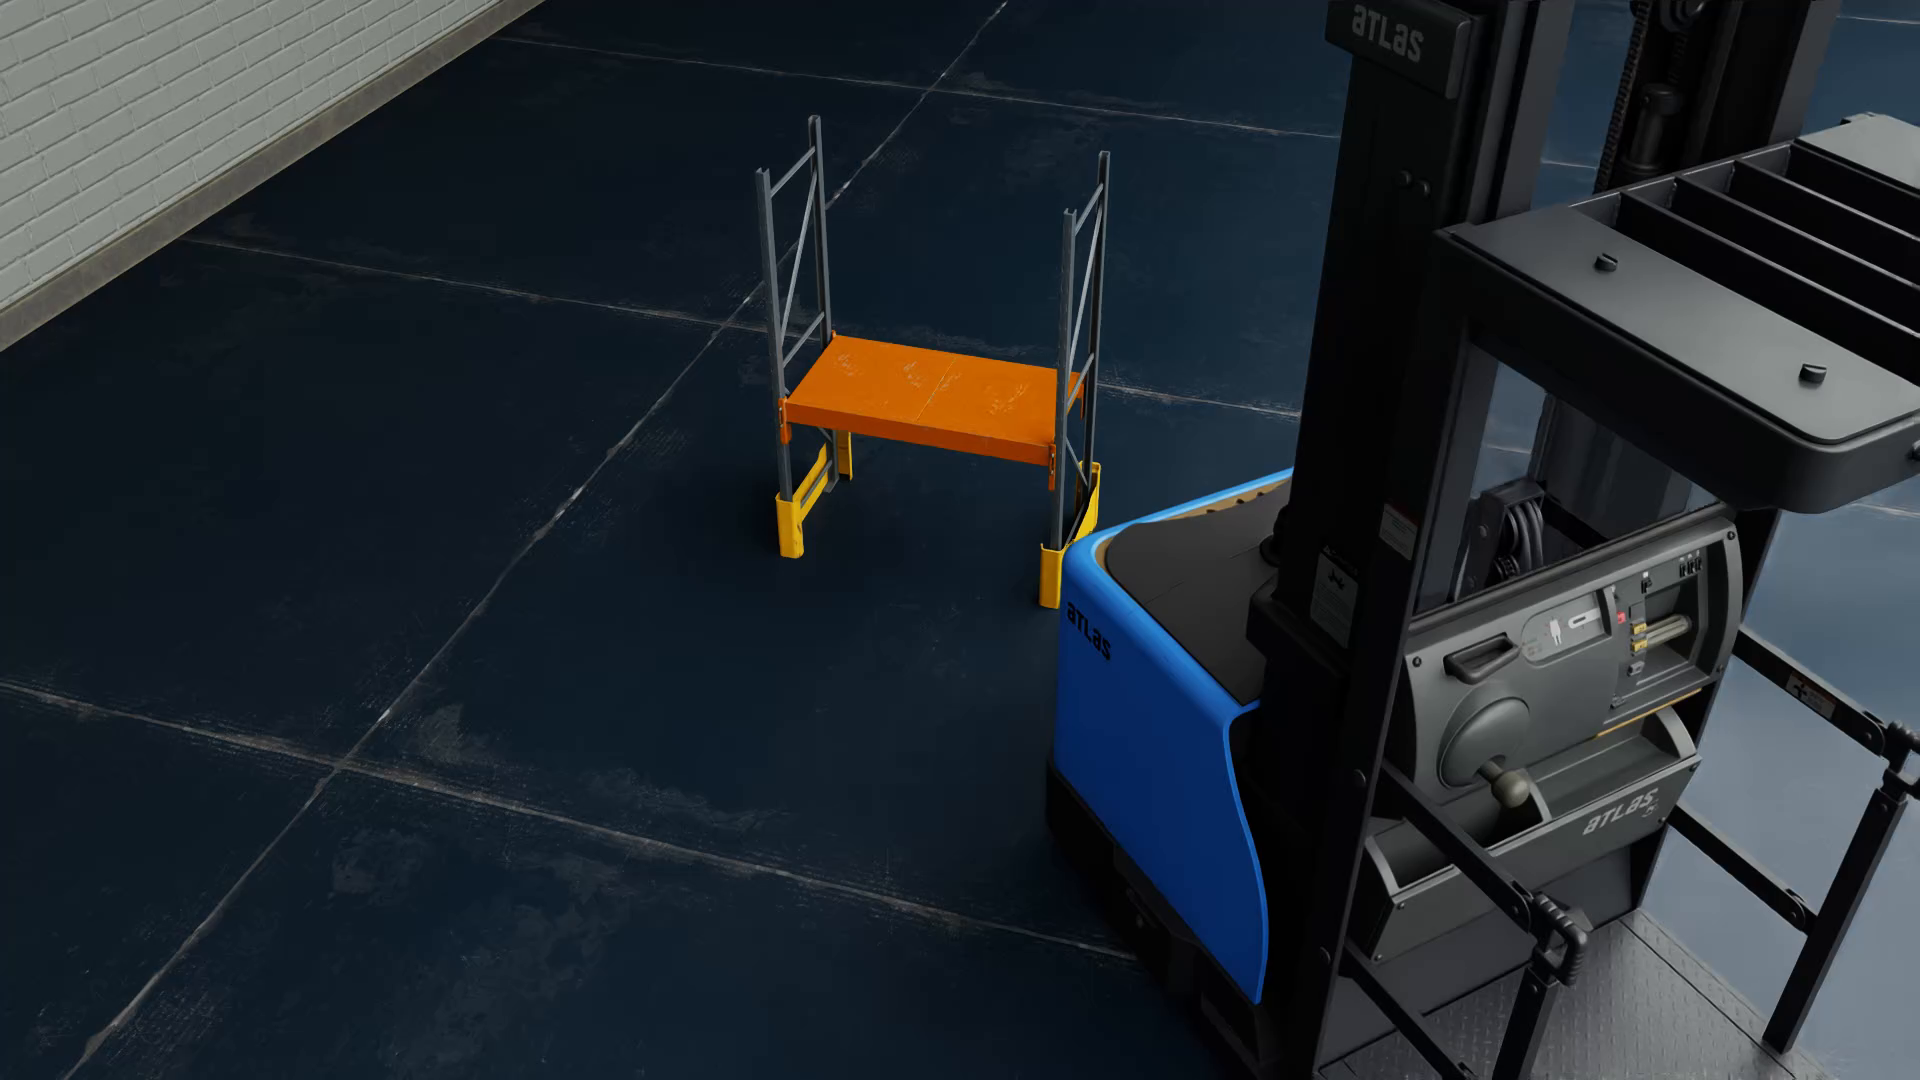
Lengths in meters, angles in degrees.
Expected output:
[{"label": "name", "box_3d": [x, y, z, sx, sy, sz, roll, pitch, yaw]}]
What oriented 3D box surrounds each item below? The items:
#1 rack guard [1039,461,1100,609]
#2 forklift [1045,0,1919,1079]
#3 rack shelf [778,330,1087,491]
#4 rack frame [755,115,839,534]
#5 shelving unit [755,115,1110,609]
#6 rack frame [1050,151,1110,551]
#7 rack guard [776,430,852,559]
[{"label": "rack guard", "box_3d": [0.403, -0.026, 6.075, 0.087, 0.250, 0.587, 10, 38, 14]}, {"label": "forklift", "box_3d": [1.401, 0.323, 3.339, 1.130, 2.935, 3.031, -18, 40, -23]}, {"label": "rack shelf", "box_3d": [-0.081, -0.474, 5.933, 1.000, 0.185, 0.538, 10, 38, 14]}, {"label": "rack frame", "box_3d": [-0.567, -0.709, 5.948, 0.032, 1.500, 0.500, 10, 38, 14]}, {"label": "shelving unit", "box_3d": [-0.073, -0.618, 5.824, 1.083, 1.500, 0.587, 10, 38, 14]}, {"label": "rack frame", "box_3d": [0.404, -0.529, 5.704, 0.032, 1.500, 0.500, 10, 38, 14]}, {"label": "rack guard", "box_3d": [-0.548, -0.202, 6.314, 0.087, 0.250, 0.587, 10, 38, 14]}]
